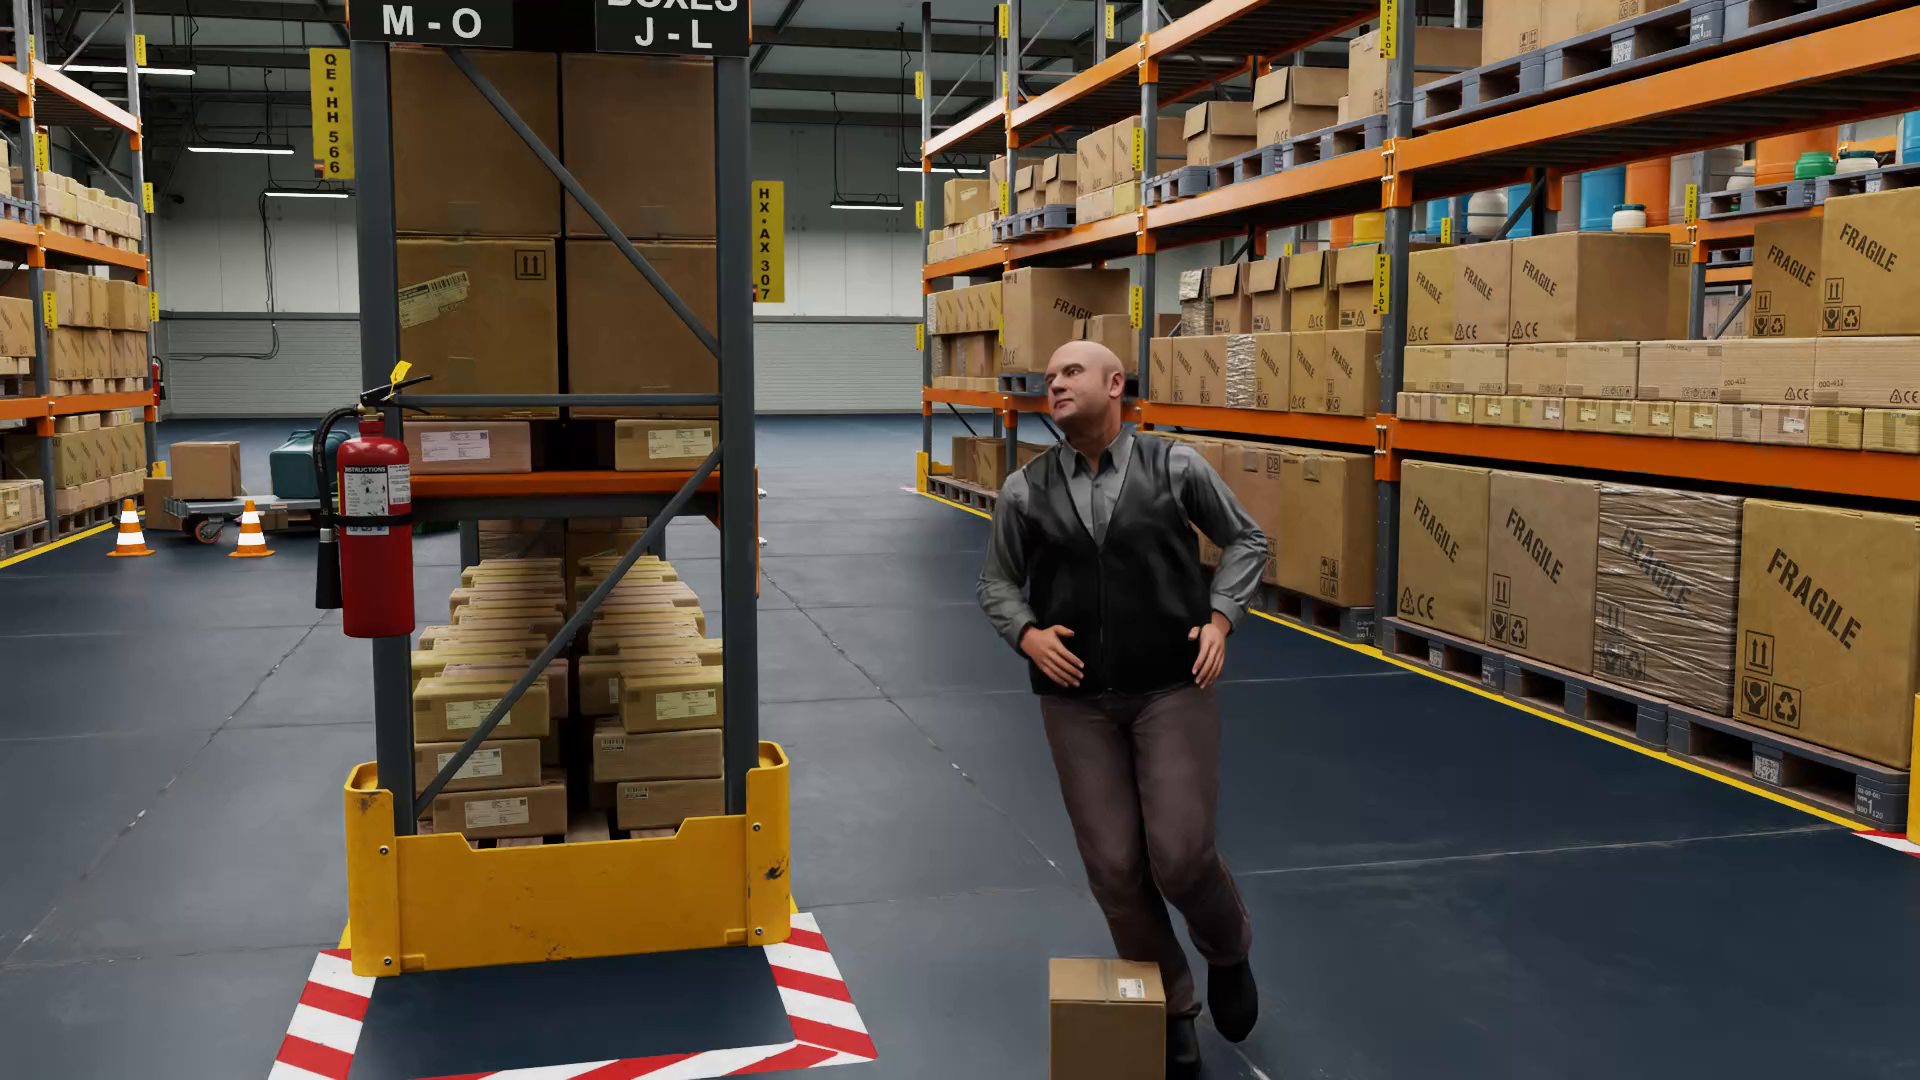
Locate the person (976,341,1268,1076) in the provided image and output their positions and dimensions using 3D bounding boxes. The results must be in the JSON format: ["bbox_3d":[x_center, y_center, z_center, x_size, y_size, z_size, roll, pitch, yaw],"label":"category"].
[{"bbox_3d":[0.351,0.367,3.861,0.687,1.651,0.502,2,6,15],"label":"person"}]
